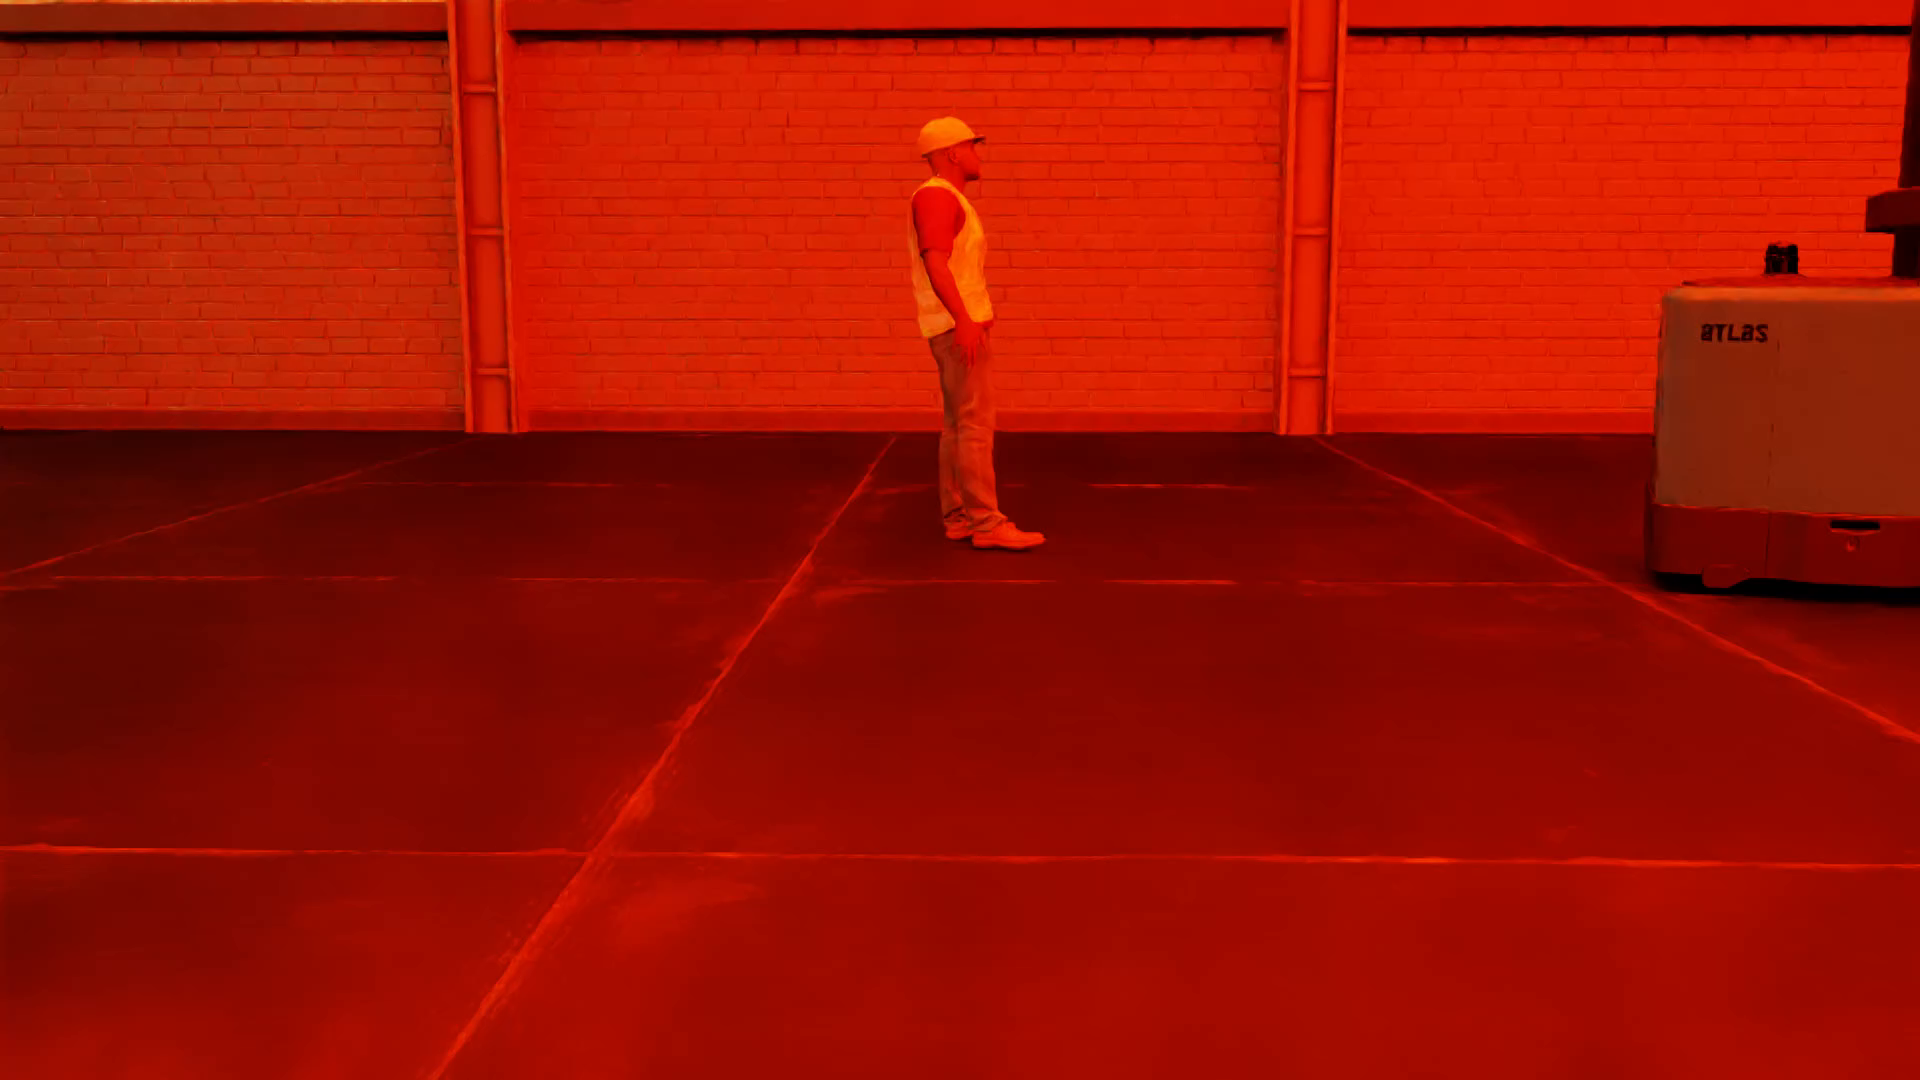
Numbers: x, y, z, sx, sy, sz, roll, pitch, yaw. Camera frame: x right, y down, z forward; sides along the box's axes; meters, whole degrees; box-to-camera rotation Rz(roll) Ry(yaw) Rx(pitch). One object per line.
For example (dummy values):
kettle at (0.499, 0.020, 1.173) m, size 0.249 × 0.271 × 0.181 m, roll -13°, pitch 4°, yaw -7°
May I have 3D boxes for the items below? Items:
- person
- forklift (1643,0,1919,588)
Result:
person at (0.070, -0.879, 6.986) m, size 0.576 × 1.766 × 0.665 m, roll 0°, pitch 9°, yaw 1°
forklift at (4.040, -1.254, 5.628) m, size 3.031 × 2.935 × 1.130 m, roll 3°, pitch 9°, yaw 21°
